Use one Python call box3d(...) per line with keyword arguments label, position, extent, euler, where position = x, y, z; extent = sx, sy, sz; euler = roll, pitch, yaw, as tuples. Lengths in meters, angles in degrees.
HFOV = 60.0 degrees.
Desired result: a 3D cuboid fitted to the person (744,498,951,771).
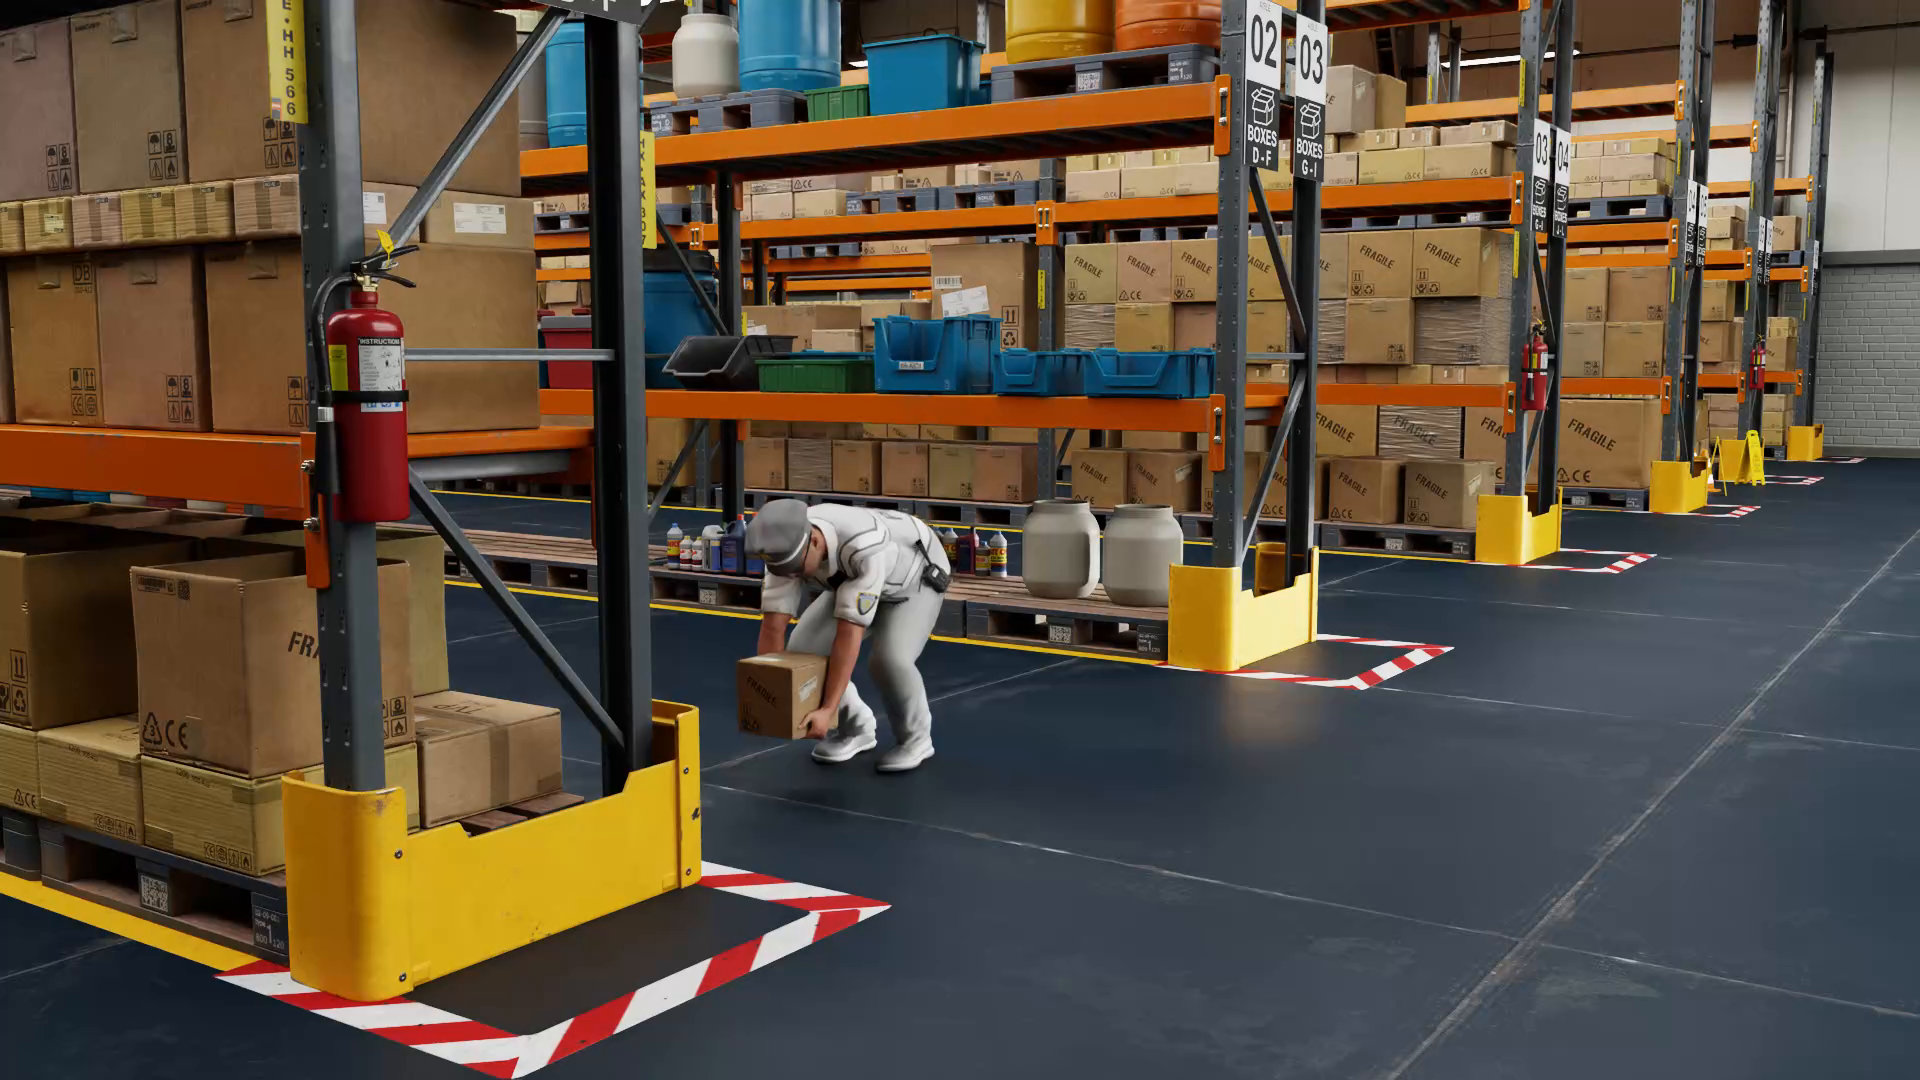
box3d(label="person", position=(-0.415, 0.335, 6.025), extent=(0.543, 1.028, 1.024), euler=(4, 7, 31))
